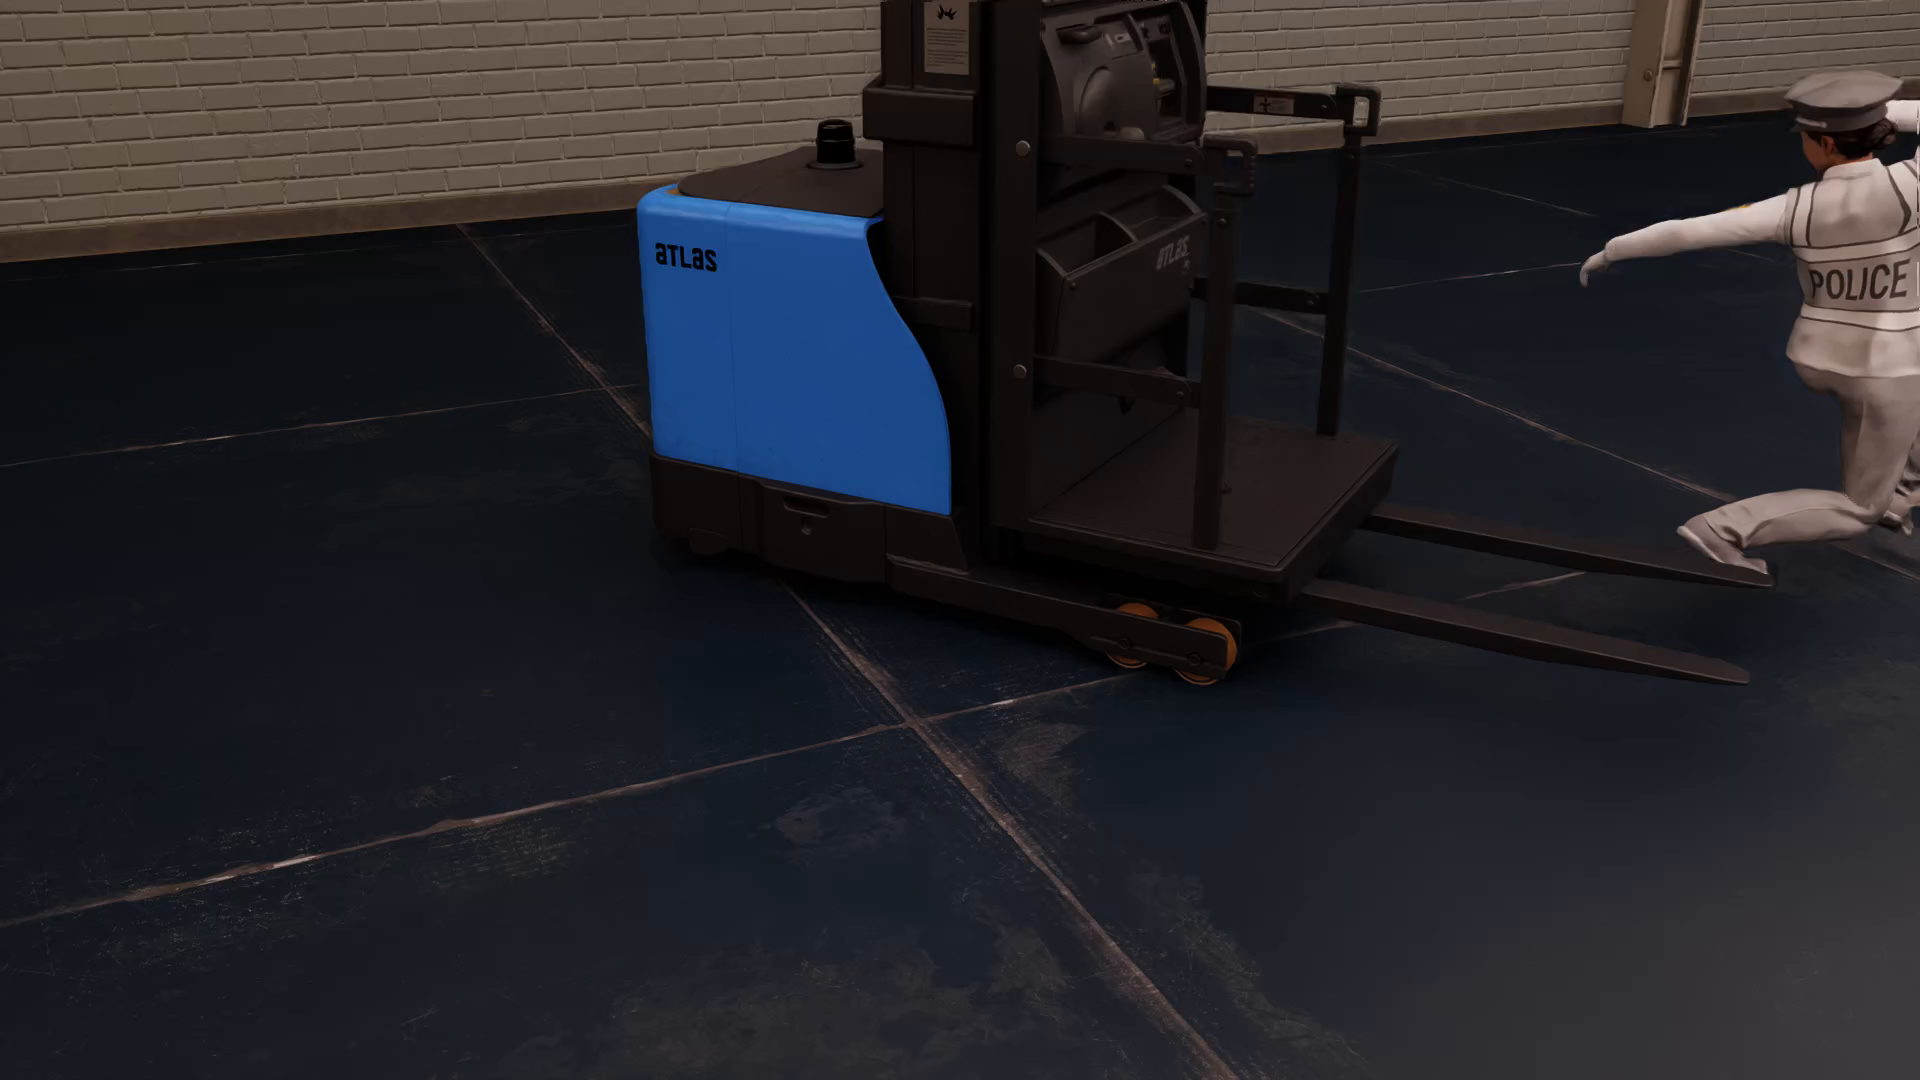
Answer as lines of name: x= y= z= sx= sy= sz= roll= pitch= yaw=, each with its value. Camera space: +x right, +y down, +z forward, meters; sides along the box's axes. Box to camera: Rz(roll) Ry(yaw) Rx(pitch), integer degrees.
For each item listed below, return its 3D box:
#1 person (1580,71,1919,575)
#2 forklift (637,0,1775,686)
person: x=2.332 y=-0.637 z=4.703 sx=0.928 sy=1.368 sz=0.890 roll=-13 pitch=26 yaw=-28
forklift: x=0.615 y=-1.218 z=4.217 sx=3.031 sy=2.935 sz=1.130 roll=12 pitch=25 yaw=27
